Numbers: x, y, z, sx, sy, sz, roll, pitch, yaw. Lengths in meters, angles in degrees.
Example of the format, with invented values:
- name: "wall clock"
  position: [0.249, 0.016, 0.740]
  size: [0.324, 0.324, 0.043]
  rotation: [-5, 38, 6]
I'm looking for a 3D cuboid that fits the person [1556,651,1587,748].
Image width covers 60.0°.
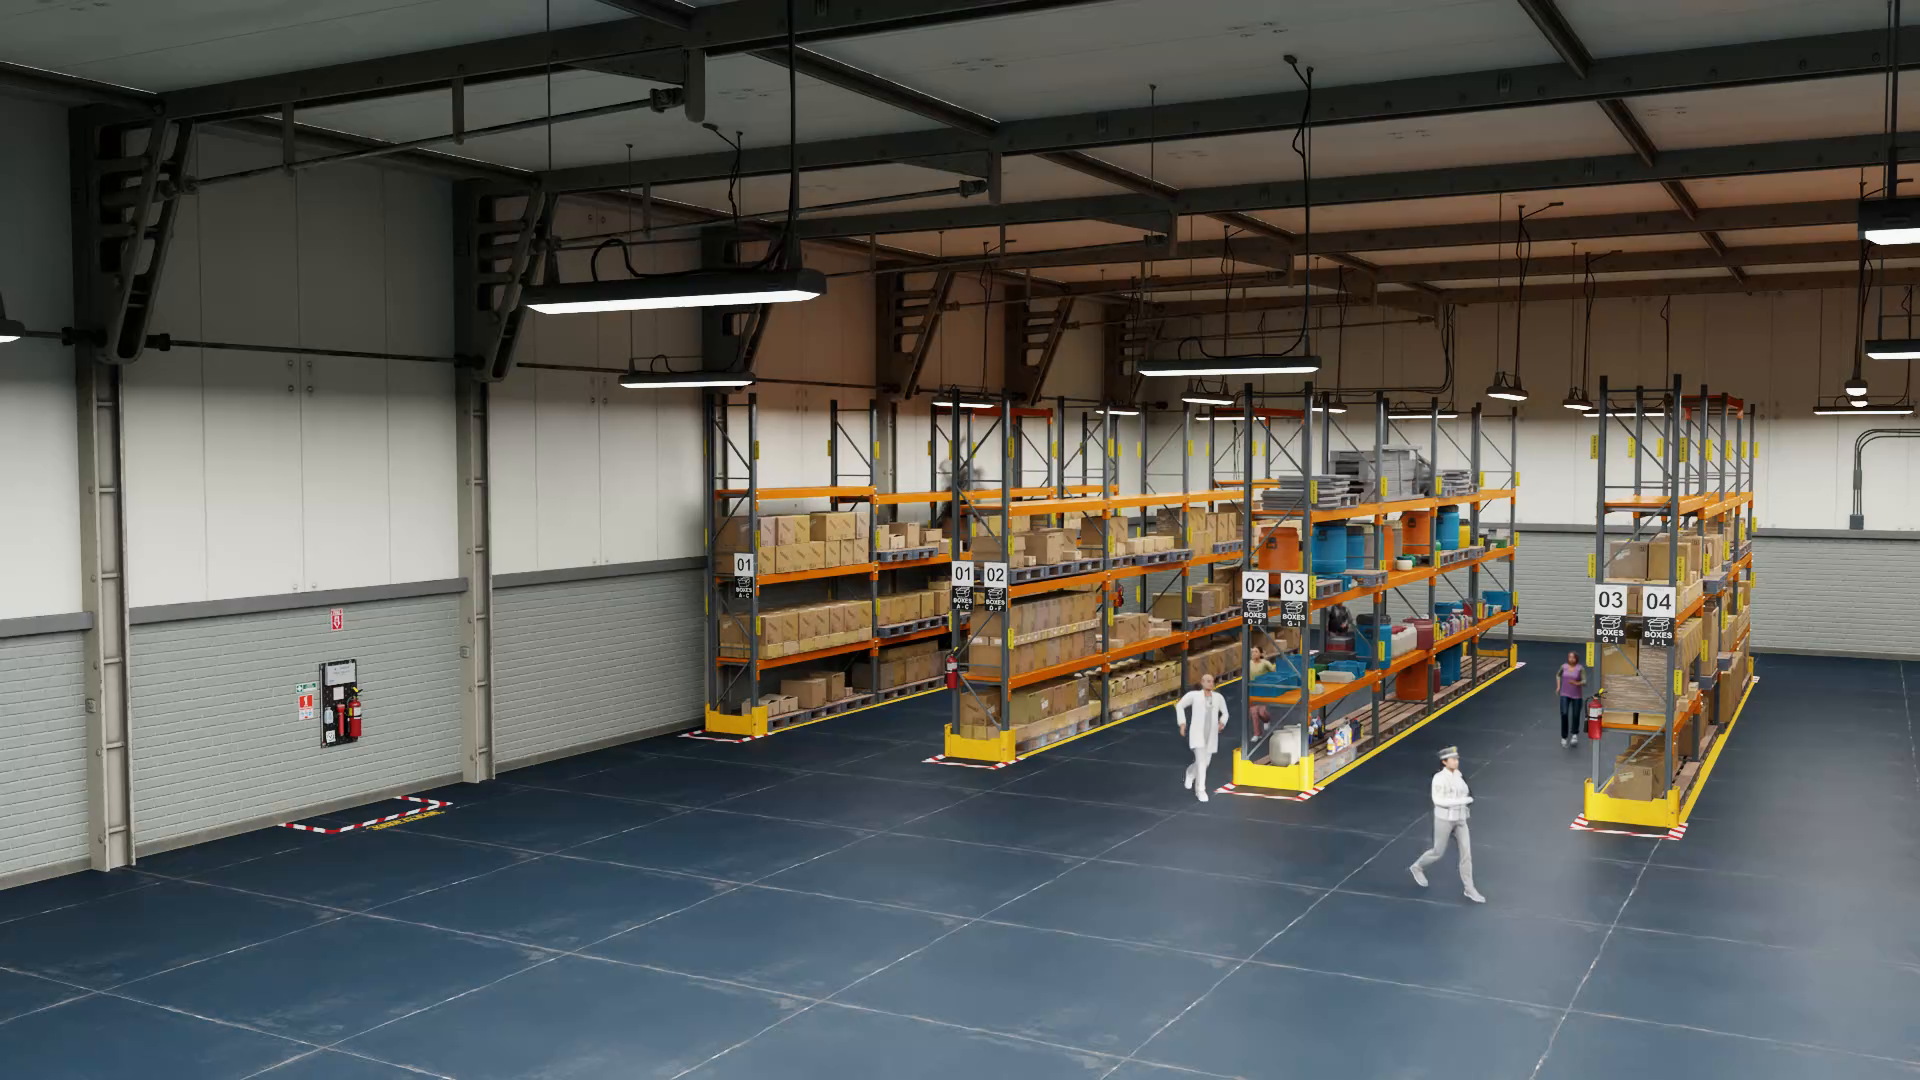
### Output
- name: "person"
  position: [10.313, 2.685, 28.076]
  size: [0.504, 1.644, 0.711]
  rotation: [1, 3, 24]

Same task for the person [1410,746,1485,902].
- name: "person"
  position: [5.469, 3.129, 18.578]
  size: [0.610, 1.680, 0.939]
  rotation: [-2, 4, -33]

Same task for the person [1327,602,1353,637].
- name: "person"
  position: [8.617, 2.113, 37.938]
  size: [0.666, 1.683, 0.753]
  rotation: [1, 3, 19]

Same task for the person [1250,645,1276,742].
- name: "person"
  position: [5.219, 2.637, 28.782]
  size: [0.586, 1.652, 0.626]
  rotation: [2, 4, 33]

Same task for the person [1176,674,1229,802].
- name: "person"
  position: [3.541, 2.833, 24.062]
  size: [0.749, 1.766, 0.901]
  rotation: [-1, 3, -12]
